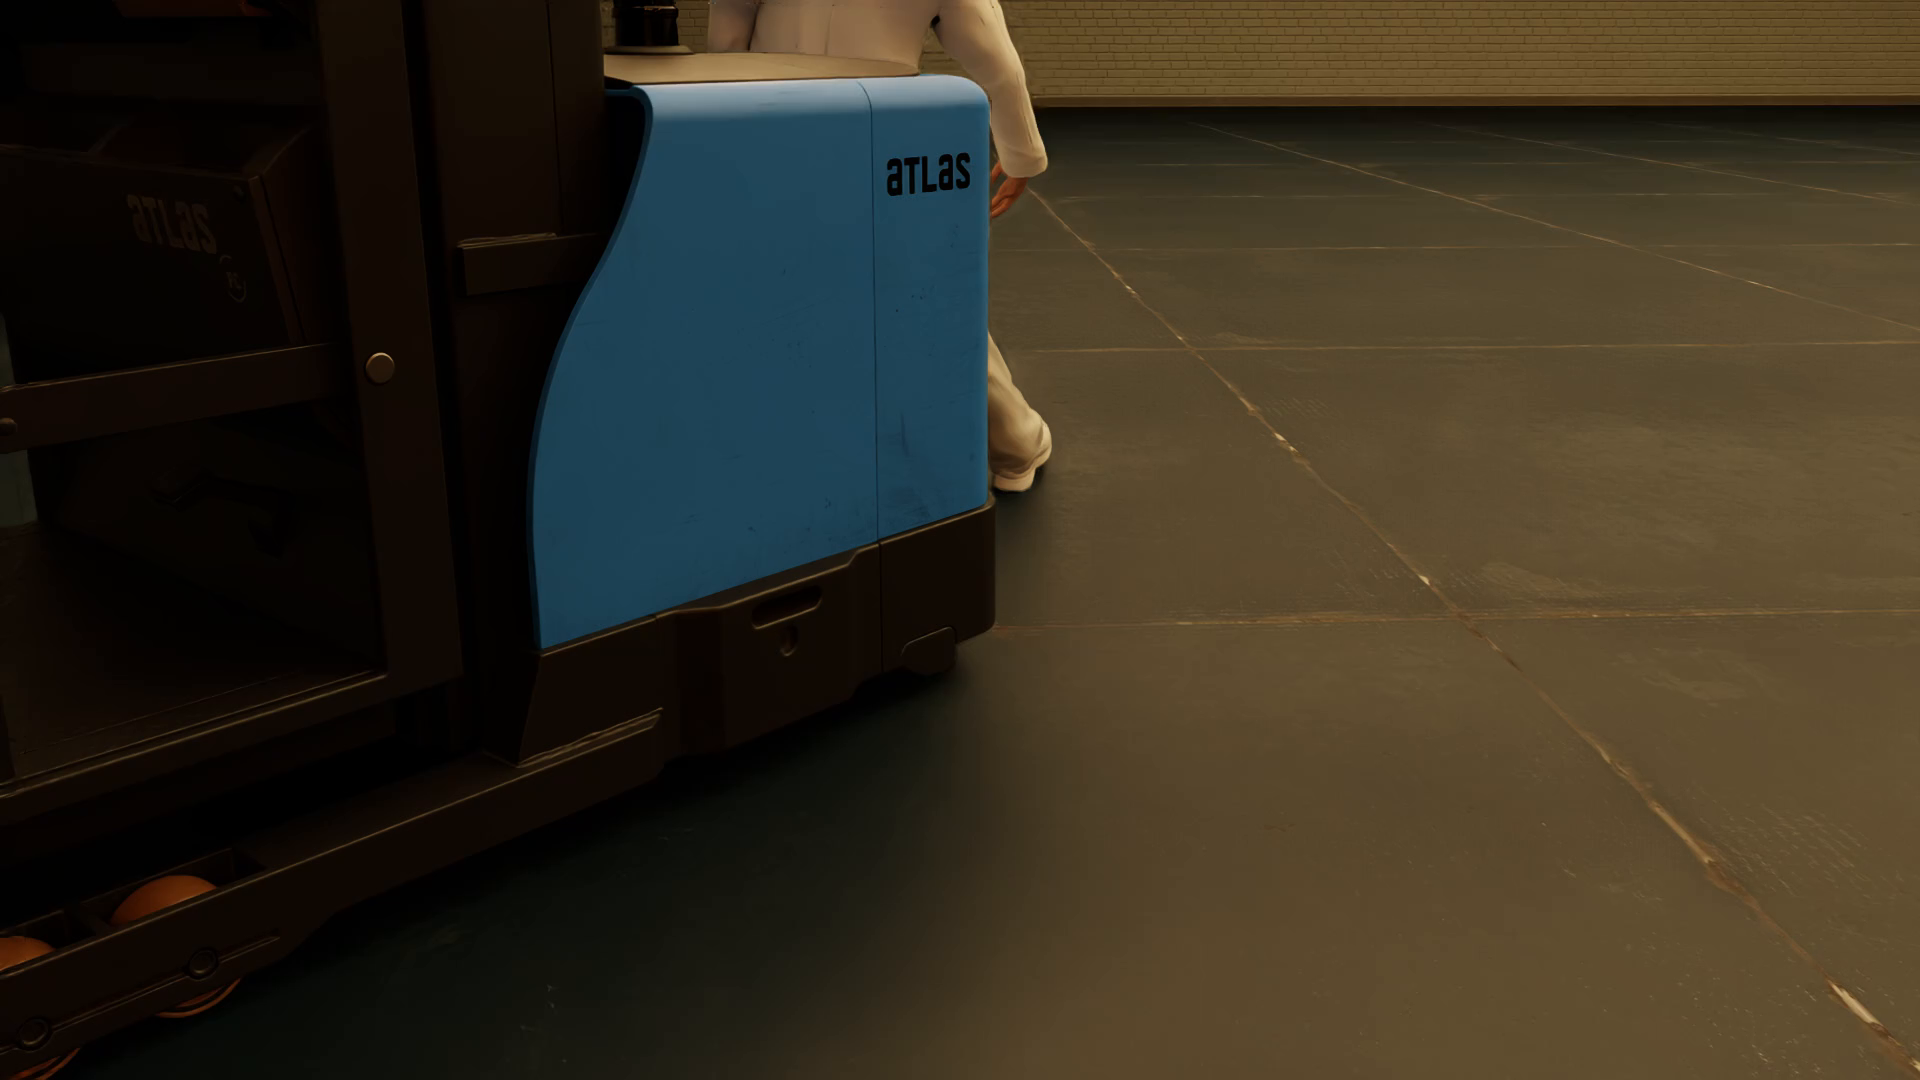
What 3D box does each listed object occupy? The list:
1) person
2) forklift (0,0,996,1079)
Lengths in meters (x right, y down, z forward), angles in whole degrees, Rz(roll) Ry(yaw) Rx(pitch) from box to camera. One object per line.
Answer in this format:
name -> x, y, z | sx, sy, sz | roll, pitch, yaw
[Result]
person -> -0.166, -0.931, 4.100 | 0.756, 1.668, 0.769 | 3, 17, 11
forklift -> -1.274, -0.945, 1.996 | 1.130, 2.935, 3.031 | 14, 22, 38
